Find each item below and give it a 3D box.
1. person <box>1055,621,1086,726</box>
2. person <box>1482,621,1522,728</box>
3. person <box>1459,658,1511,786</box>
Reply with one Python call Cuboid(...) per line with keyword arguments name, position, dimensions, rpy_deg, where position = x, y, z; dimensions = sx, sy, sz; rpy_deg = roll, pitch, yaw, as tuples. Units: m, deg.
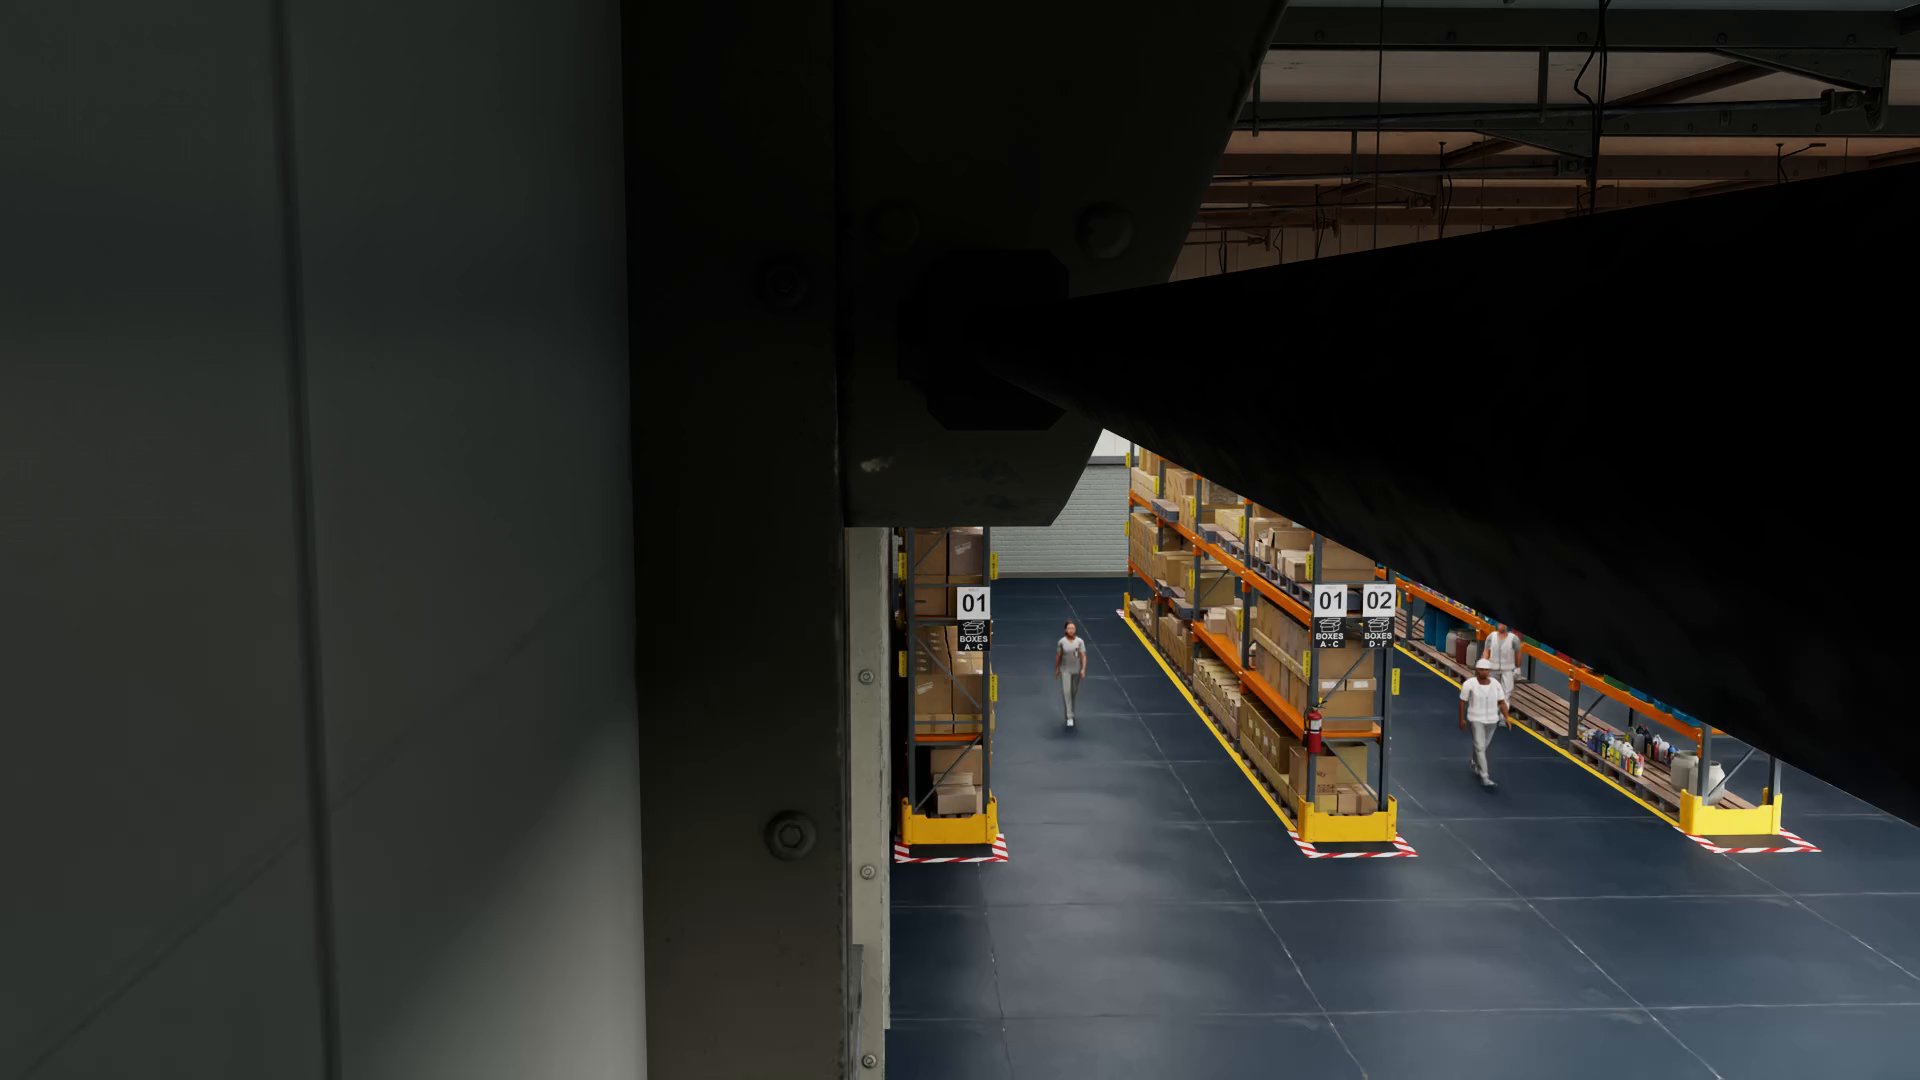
Cuboid(name="person", position=(1.798, 2.103, 26.609), dimensions=(0.461, 1.599, 1.044), rpy_deg=(-2, 7, -12))
Cuboid(name="person", position=(8.614, 2.057, 26.529), dimensions=(0.634, 1.722, 1.078), rpy_deg=(3, 8, 23))
Cuboid(name="person", position=(7.303, 2.512, 23.081), dimensions=(0.595, 1.716, 1.031), rpy_deg=(-1, 7, -7))
